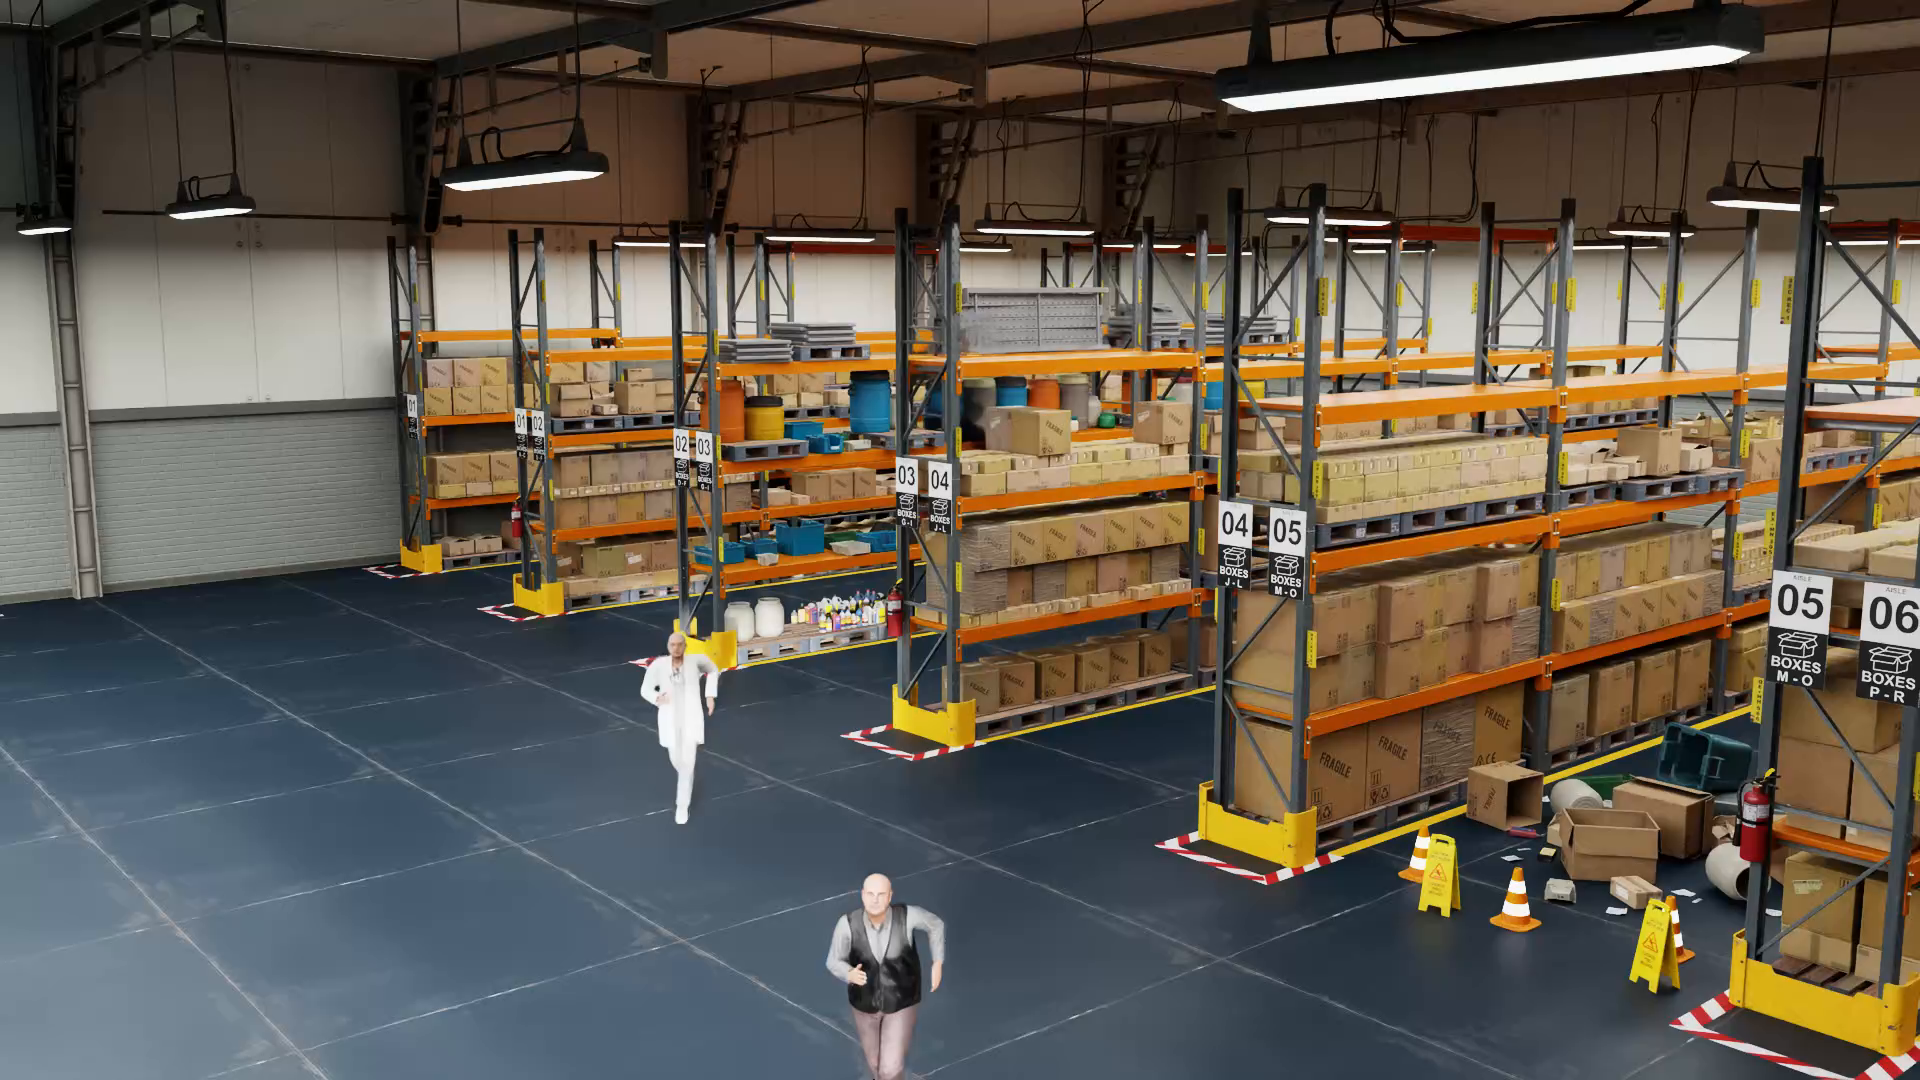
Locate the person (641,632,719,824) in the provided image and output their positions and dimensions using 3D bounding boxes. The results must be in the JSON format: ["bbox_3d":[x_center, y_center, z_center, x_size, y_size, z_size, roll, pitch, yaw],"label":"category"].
[{"bbox_3d":[-2.752,1.805,16.391,0.738,1.854,0.971,-1,9,-5],"label":"person"}]

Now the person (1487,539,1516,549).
[{"bbox_3d":[7.635,0.680,23.507,0.686,1.778,1.052,8,12,41],"label":"person"}]

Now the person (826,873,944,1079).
[{"bbox_3d":[-0.450,2.809,9.983,0.680,1.735,0.825,1,9,6],"label":"person"}]
